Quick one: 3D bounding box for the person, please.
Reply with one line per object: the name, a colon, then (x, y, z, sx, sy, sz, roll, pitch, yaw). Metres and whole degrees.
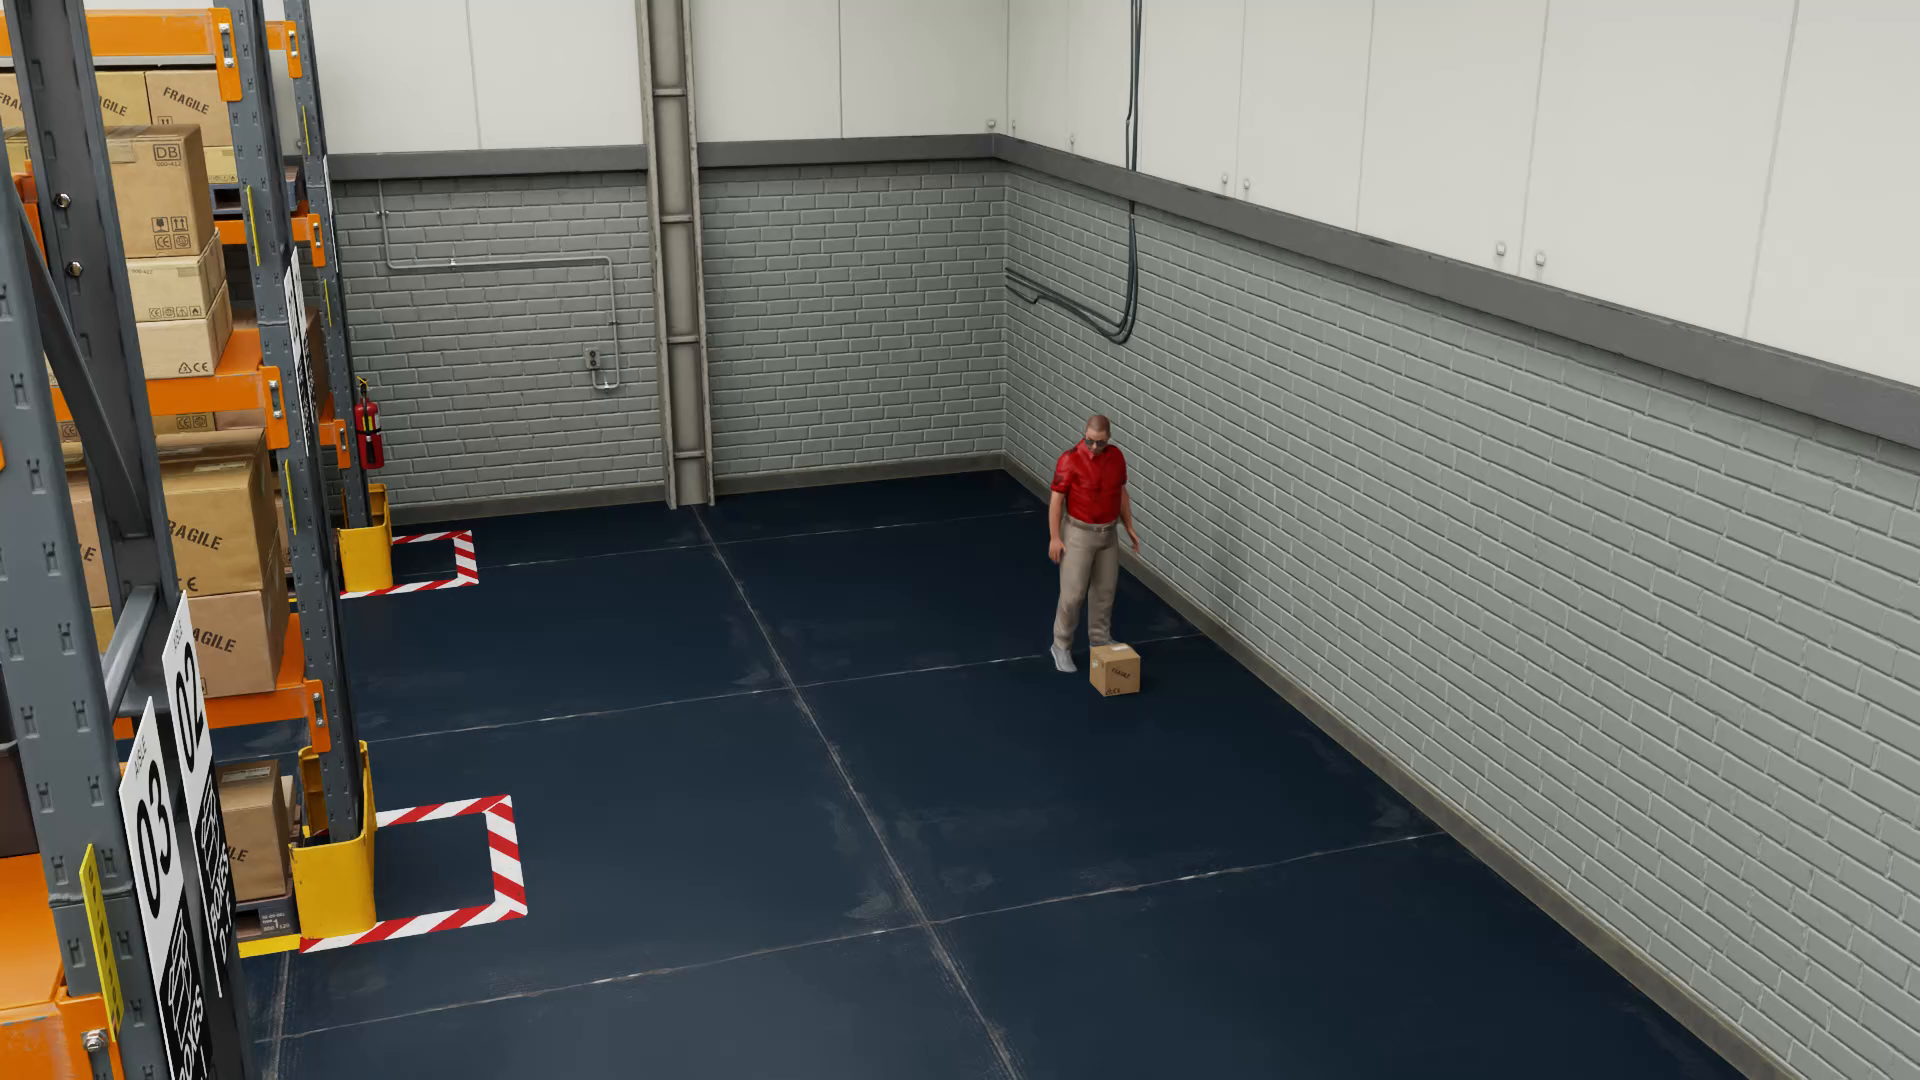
person: (0.903, 0.011, 11.110, 0.636, 1.756, 0.378, -15, 24, -36)
